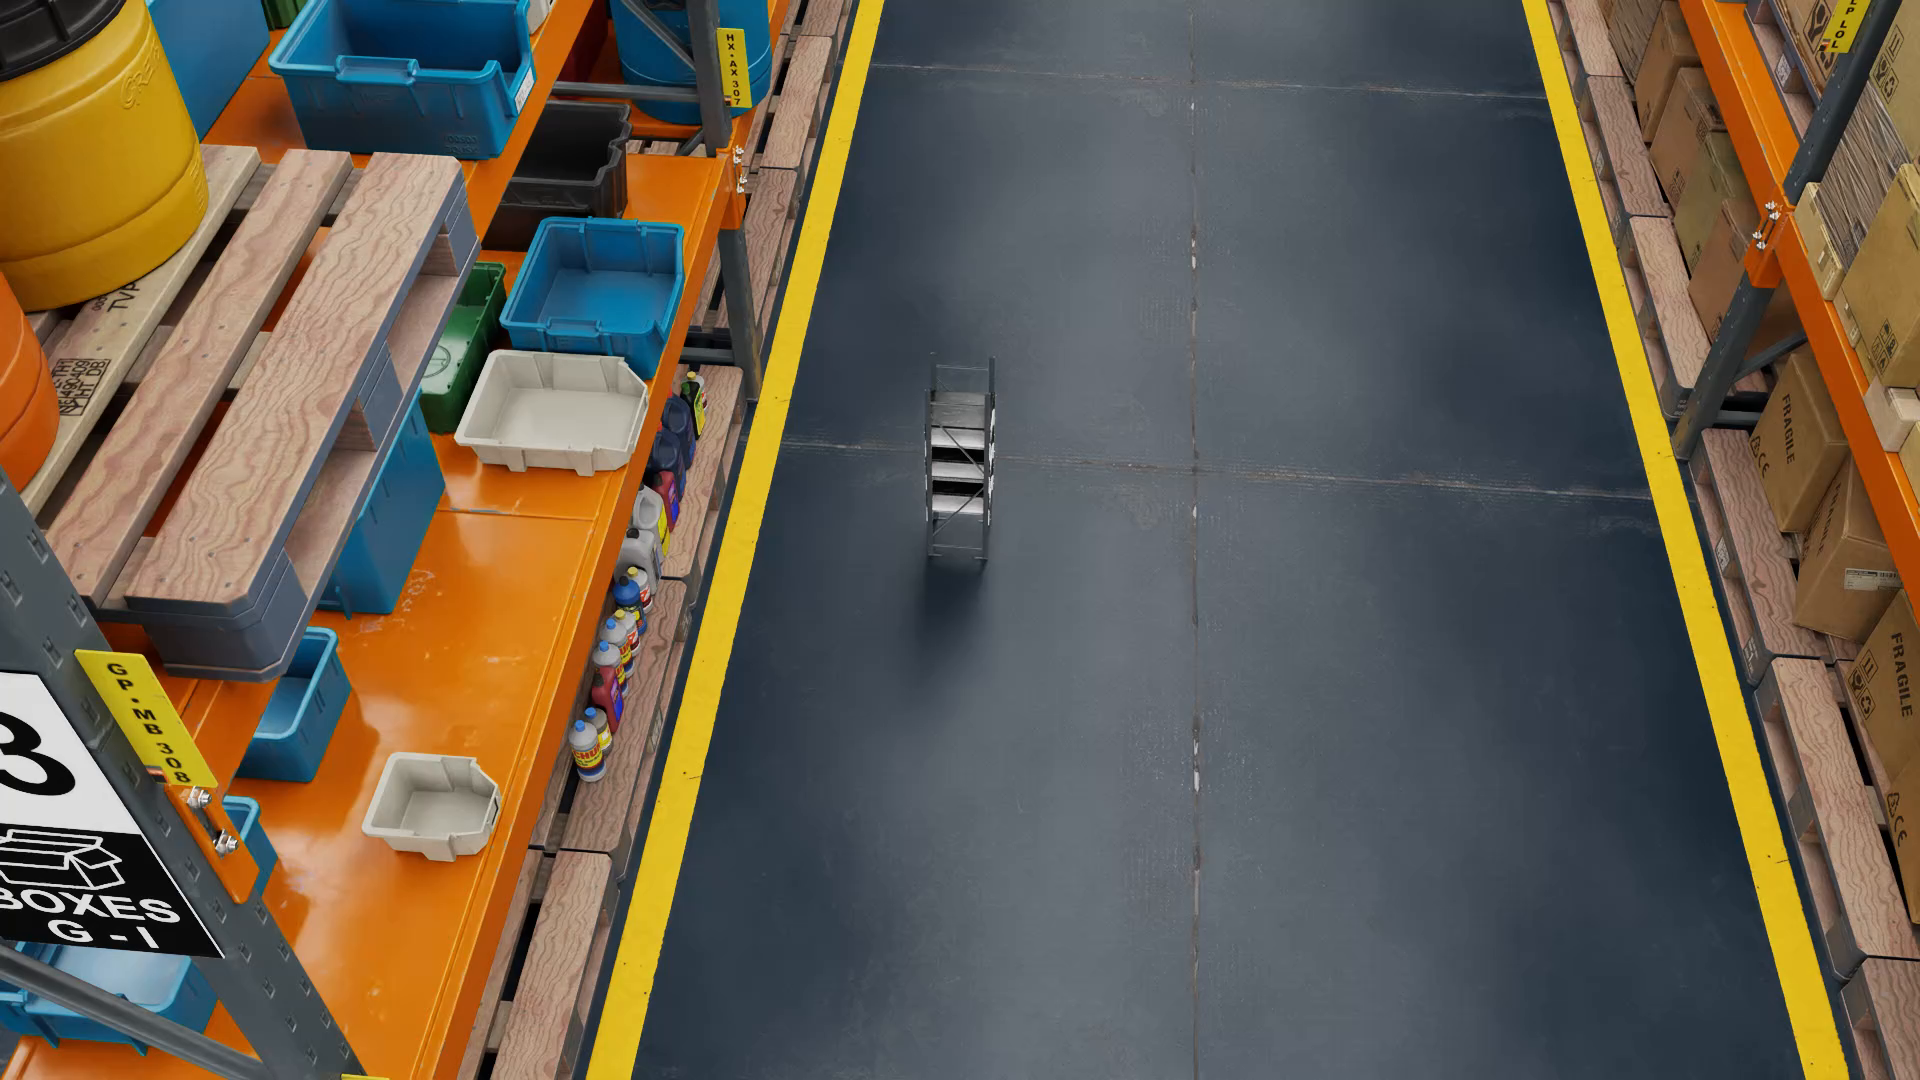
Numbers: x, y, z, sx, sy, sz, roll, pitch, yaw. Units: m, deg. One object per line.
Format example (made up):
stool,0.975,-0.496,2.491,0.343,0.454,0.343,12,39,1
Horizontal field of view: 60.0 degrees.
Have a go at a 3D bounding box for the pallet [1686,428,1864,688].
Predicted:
pallet,3.525,0.075,6.564,1.003,0.211,1.213,4,48,4

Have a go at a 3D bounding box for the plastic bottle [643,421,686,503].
plastic bottle,-1.170,-0.316,6.529,0.144,0.351,0.185,2,48,2

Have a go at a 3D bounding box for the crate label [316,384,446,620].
crate label,-1.847,-0.139,4.846,0.502,0.435,0.616,4,48,4

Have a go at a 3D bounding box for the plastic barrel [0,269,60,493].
plastic barrel,-1.828,-0.421,2.519,0.600,0.830,0.708,4,48,4

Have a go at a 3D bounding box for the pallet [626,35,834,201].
pallet,-1.240,-2.233,8.675,1.003,0.211,1.213,4,48,4

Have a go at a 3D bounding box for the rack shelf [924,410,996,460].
rack shelf,0.001,-0.409,6.341,0.258,0.077,0.200,4,48,4

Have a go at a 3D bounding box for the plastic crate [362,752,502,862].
plastic crate,-1.344,0.697,4.284,0.298,0.136,0.250,4,48,4

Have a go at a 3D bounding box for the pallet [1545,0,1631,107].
pallet,3.843,-2.786,9.181,1.003,0.211,1.213,4,48,4

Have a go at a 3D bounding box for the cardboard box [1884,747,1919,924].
cardboard box,3.357,0.921,5.310,0.500,0.500,0.500,8,48,7

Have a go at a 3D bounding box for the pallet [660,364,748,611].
pallet,-1.484,-0.263,6.874,1.003,0.211,1.213,4,48,4

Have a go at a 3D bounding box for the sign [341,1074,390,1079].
sign,-1.198,1.191,3.466,0.100,0.325,0.005,4,48,4

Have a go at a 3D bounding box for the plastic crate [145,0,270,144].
plastic crate,-1.872,-1.184,3.805,0.392,0.384,0.575,4,48,4

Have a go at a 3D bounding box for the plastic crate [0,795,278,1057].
plastic crate,-1.998,0.906,4.015,0.499,0.251,0.616,4,48,4

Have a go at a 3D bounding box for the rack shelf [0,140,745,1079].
rack shelf,-1.563,0.017,5.215,1.077,0.370,4.000,4,48,4

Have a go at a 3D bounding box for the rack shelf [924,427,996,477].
rack shelf,0.001,-0.348,6.408,0.258,0.077,0.200,4,48,4

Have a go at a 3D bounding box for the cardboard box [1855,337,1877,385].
cardboard box,3.188,-0.587,5.450,0.380,0.149,0.250,4,48,4

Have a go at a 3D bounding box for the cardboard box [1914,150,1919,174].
cardboard box,3.213,-1.153,4.850,0.500,0.500,0.500,4,48,4

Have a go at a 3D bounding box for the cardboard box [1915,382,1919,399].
cardboard box,3.423,-0.431,4.868,0.875,0.500,0.500,4,48,4

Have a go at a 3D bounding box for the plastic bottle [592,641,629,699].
plastic bottle,-1.239,0.453,5.879,0.097,0.271,0.097,0,48,0

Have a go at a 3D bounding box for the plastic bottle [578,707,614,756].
plastic bottle,-1.261,0.653,5.745,0.097,0.201,0.097,0,48,0

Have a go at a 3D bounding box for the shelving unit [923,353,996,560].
shelving unit,0.001,-0.310,6.449,0.258,0.900,0.210,4,48,4

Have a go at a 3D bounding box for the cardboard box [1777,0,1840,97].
cardboard box,3.763,-2.281,6.138,1.000,1.000,1.000,4,48,4

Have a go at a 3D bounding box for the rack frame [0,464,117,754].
rack frame,-1.746,-0.781,1.392,1.000,3.000,0.127,4,48,4

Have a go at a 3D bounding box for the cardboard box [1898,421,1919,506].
cardboard box,3.143,-0.219,5.114,0.380,0.149,0.250,4,48,4

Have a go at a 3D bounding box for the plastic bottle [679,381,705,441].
plastic bottle,-1.096,-0.551,6.790,0.061,0.283,0.133,6,48,5

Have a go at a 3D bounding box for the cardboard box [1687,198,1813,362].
cardboard box,3.629,-1.117,7.160,0.700,0.500,0.500,1,48,1

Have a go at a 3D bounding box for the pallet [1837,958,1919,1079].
pallet,3.303,1.868,4.925,1.003,0.211,1.213,4,48,4

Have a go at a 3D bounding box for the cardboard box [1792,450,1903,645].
cardboard box,3.430,0.052,6.105,0.500,0.500,0.500,18,50,16

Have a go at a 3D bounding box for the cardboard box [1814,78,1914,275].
cardboard box,3.449,-1.170,5.544,0.875,0.500,0.500,4,48,4

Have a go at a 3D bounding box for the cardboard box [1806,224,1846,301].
cardboard box,3.196,-0.957,5.789,0.380,0.149,0.250,4,48,4

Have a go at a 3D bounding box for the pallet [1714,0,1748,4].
pallet,3.776,-2.779,7.415,1.003,0.211,1.213,4,48,4

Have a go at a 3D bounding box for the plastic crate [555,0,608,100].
plastic crate,-1.642,-2.093,6.614,0.402,0.464,0.583,4,48,4

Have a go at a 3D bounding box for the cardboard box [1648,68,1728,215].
cardboard box,3.741,-1.877,7.856,0.700,0.500,0.500,0,48,0

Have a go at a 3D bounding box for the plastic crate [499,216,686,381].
plastic crate,-1.212,-0.814,5.588,0.499,0.251,0.616,4,48,4

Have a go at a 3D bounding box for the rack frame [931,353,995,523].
rack frame,0.010,-0.384,6.518,0.240,0.900,0.006,4,48,4

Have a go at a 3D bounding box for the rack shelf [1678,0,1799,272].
rack shelf,3.733,-2.589,7.599,1.077,0.370,4.000,4,48,4

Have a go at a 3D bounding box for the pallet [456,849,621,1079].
pallet,-1.706,1.530,5.234,1.003,0.211,1.213,4,48,4

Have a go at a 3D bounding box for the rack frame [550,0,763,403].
rack frame,-1.381,-1.695,6.294,1.000,3.000,0.127,4,48,4

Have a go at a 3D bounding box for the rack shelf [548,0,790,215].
rack shelf,-1.199,-2.922,7.903,1.077,0.370,4.000,4,48,4

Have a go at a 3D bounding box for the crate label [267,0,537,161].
crate label,-1.246,-1.071,3.791,0.502,0.251,0.408,4,48,4

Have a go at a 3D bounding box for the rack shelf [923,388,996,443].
rack shelf,0.001,-0.469,6.275,0.258,0.077,0.200,4,48,4

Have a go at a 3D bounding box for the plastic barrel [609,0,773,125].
plastic barrel,-1.044,-2.128,6.350,0.600,0.901,0.708,4,48,4

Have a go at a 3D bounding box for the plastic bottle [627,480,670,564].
plastic bottle,-1.200,-0.079,6.312,0.144,0.351,0.185,4,48,3

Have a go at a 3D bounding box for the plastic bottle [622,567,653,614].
plastic bottle,-1.202,0.179,6.177,0.097,0.201,0.097,0,48,0

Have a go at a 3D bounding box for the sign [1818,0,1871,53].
sign,2.998,-1.788,5.594,0.100,0.325,0.005,4,48,4

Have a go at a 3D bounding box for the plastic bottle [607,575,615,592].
plastic bottle,-1.325,0.056,6.234,0.061,0.283,0.133,4,48,4

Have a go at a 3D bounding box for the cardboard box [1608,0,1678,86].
cardboard box,3.837,-2.704,8.612,0.700,0.500,0.500,0,48,0

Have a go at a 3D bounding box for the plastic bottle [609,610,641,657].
plastic bottle,-1.221,0.330,6.039,0.097,0.201,0.097,0,48,0
